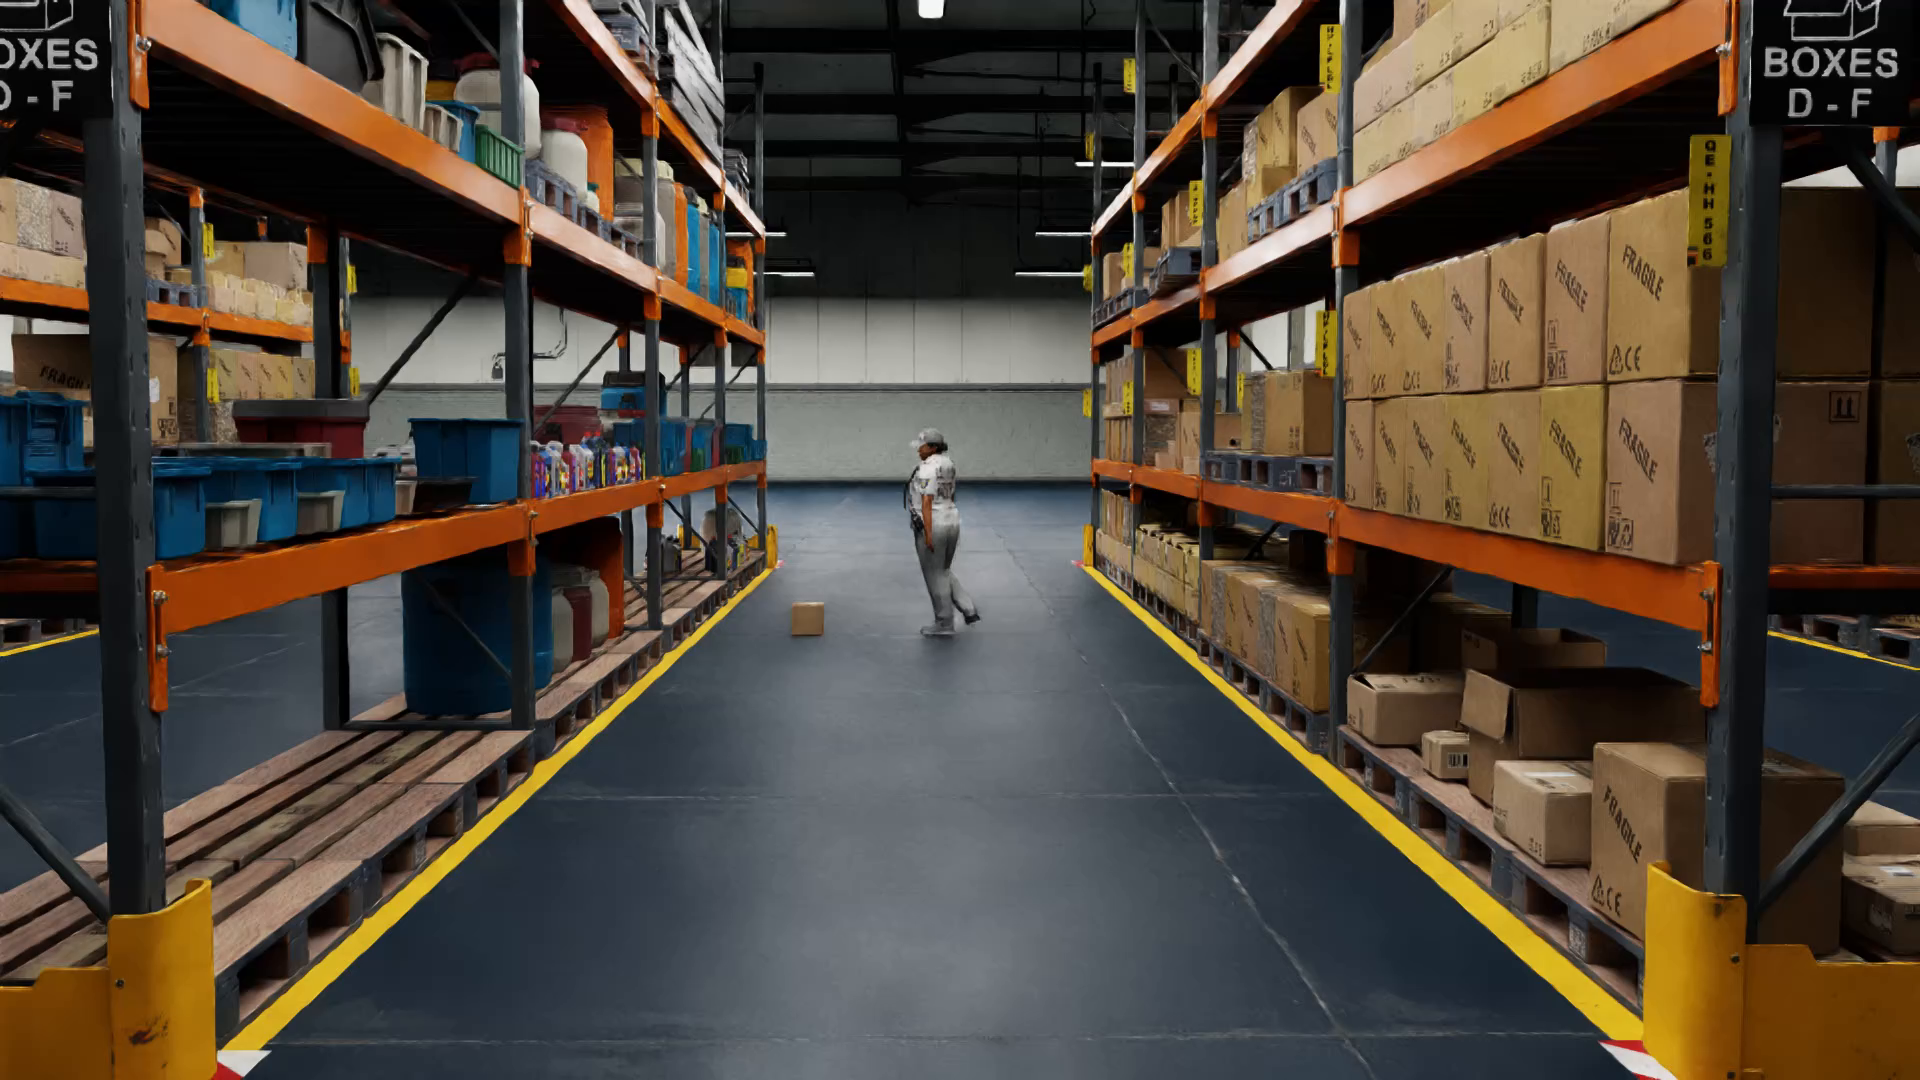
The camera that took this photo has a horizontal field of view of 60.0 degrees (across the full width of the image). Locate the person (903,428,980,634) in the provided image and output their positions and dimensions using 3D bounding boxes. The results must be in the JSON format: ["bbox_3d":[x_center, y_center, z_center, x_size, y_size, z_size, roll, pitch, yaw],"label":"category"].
[{"bbox_3d":[-0.133,-0.077,13.407,0.470,1.656,0.666,2,4,28],"label":"person"}]
